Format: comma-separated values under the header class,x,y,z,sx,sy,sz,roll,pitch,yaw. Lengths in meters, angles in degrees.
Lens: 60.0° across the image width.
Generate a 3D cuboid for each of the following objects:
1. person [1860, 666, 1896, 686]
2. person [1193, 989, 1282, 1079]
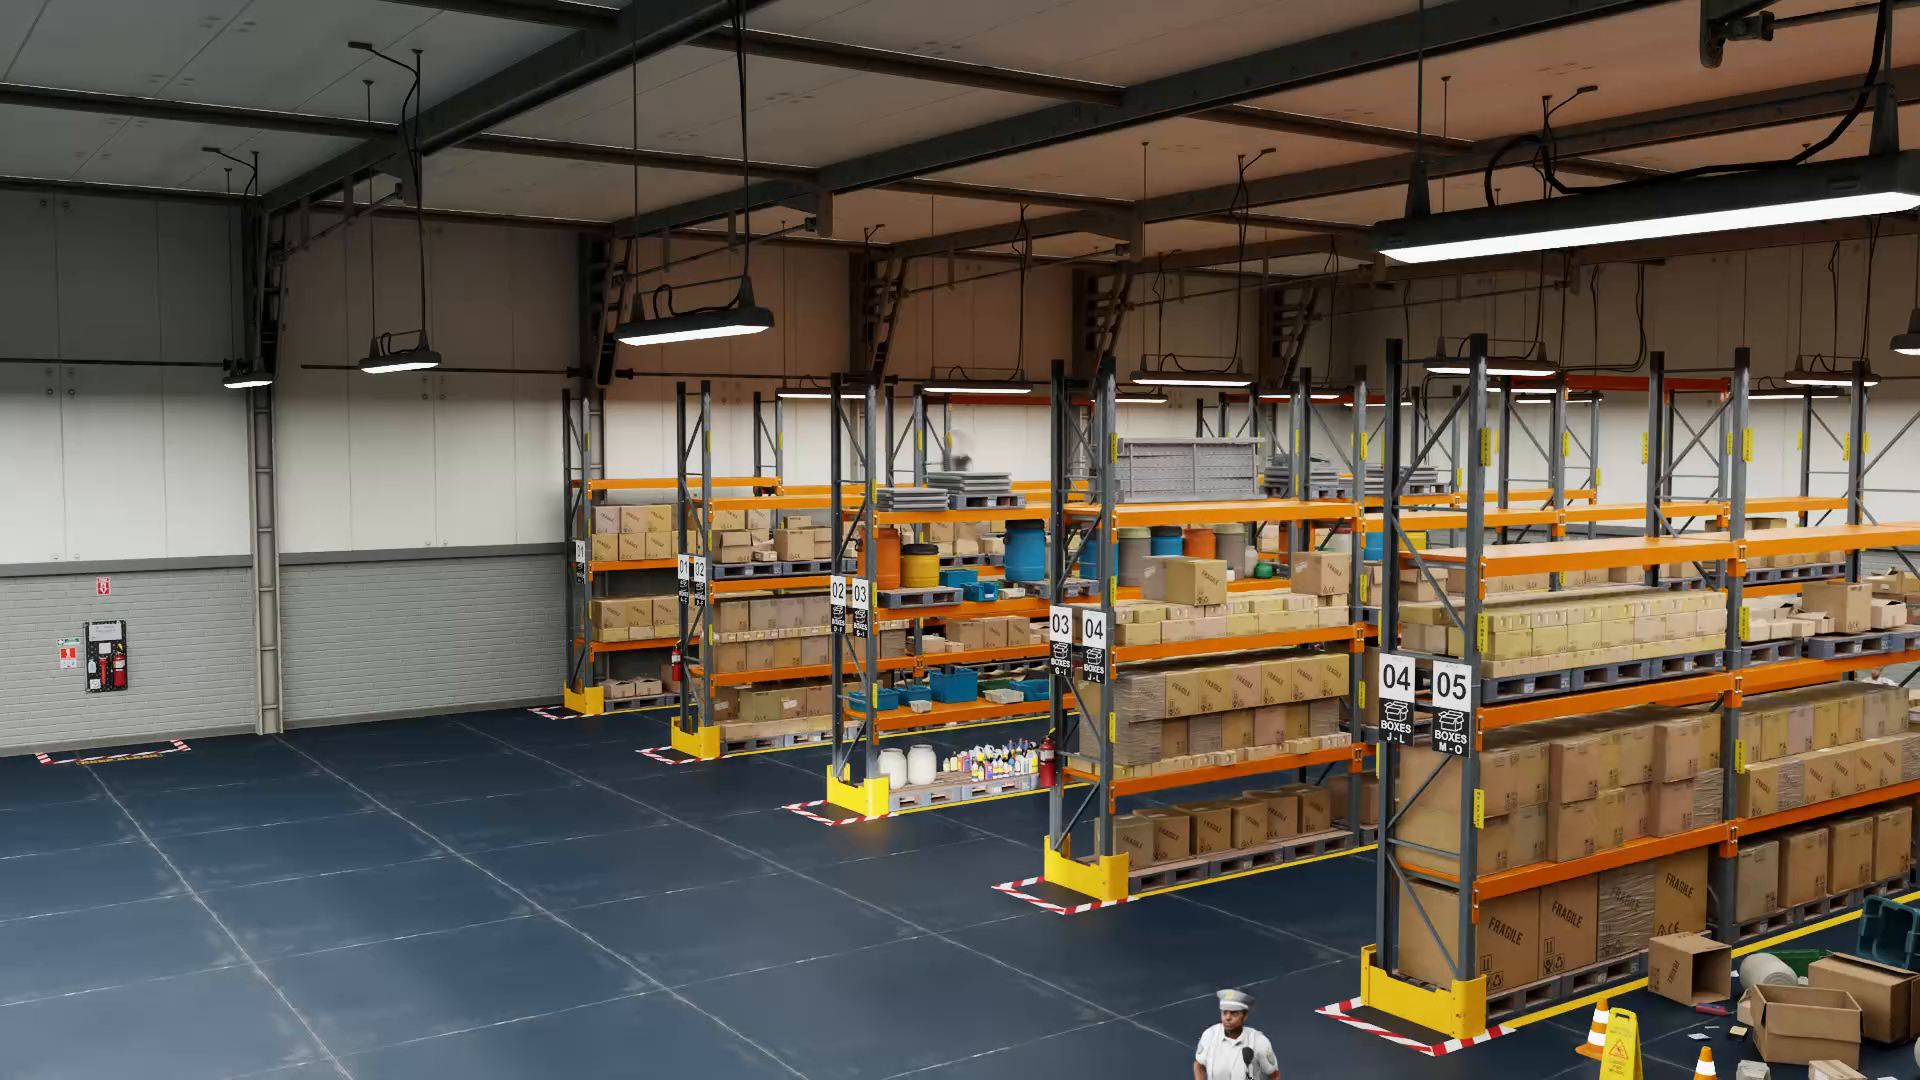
class,x,y,z,sx,sy,sz,roll,pitch,yaw
person,13.989,2.697,25.404,0.757,1.763,0.644,-3,5,-43
person,1.762,3.663,10.607,0.572,1.672,0.598,1,4,16
